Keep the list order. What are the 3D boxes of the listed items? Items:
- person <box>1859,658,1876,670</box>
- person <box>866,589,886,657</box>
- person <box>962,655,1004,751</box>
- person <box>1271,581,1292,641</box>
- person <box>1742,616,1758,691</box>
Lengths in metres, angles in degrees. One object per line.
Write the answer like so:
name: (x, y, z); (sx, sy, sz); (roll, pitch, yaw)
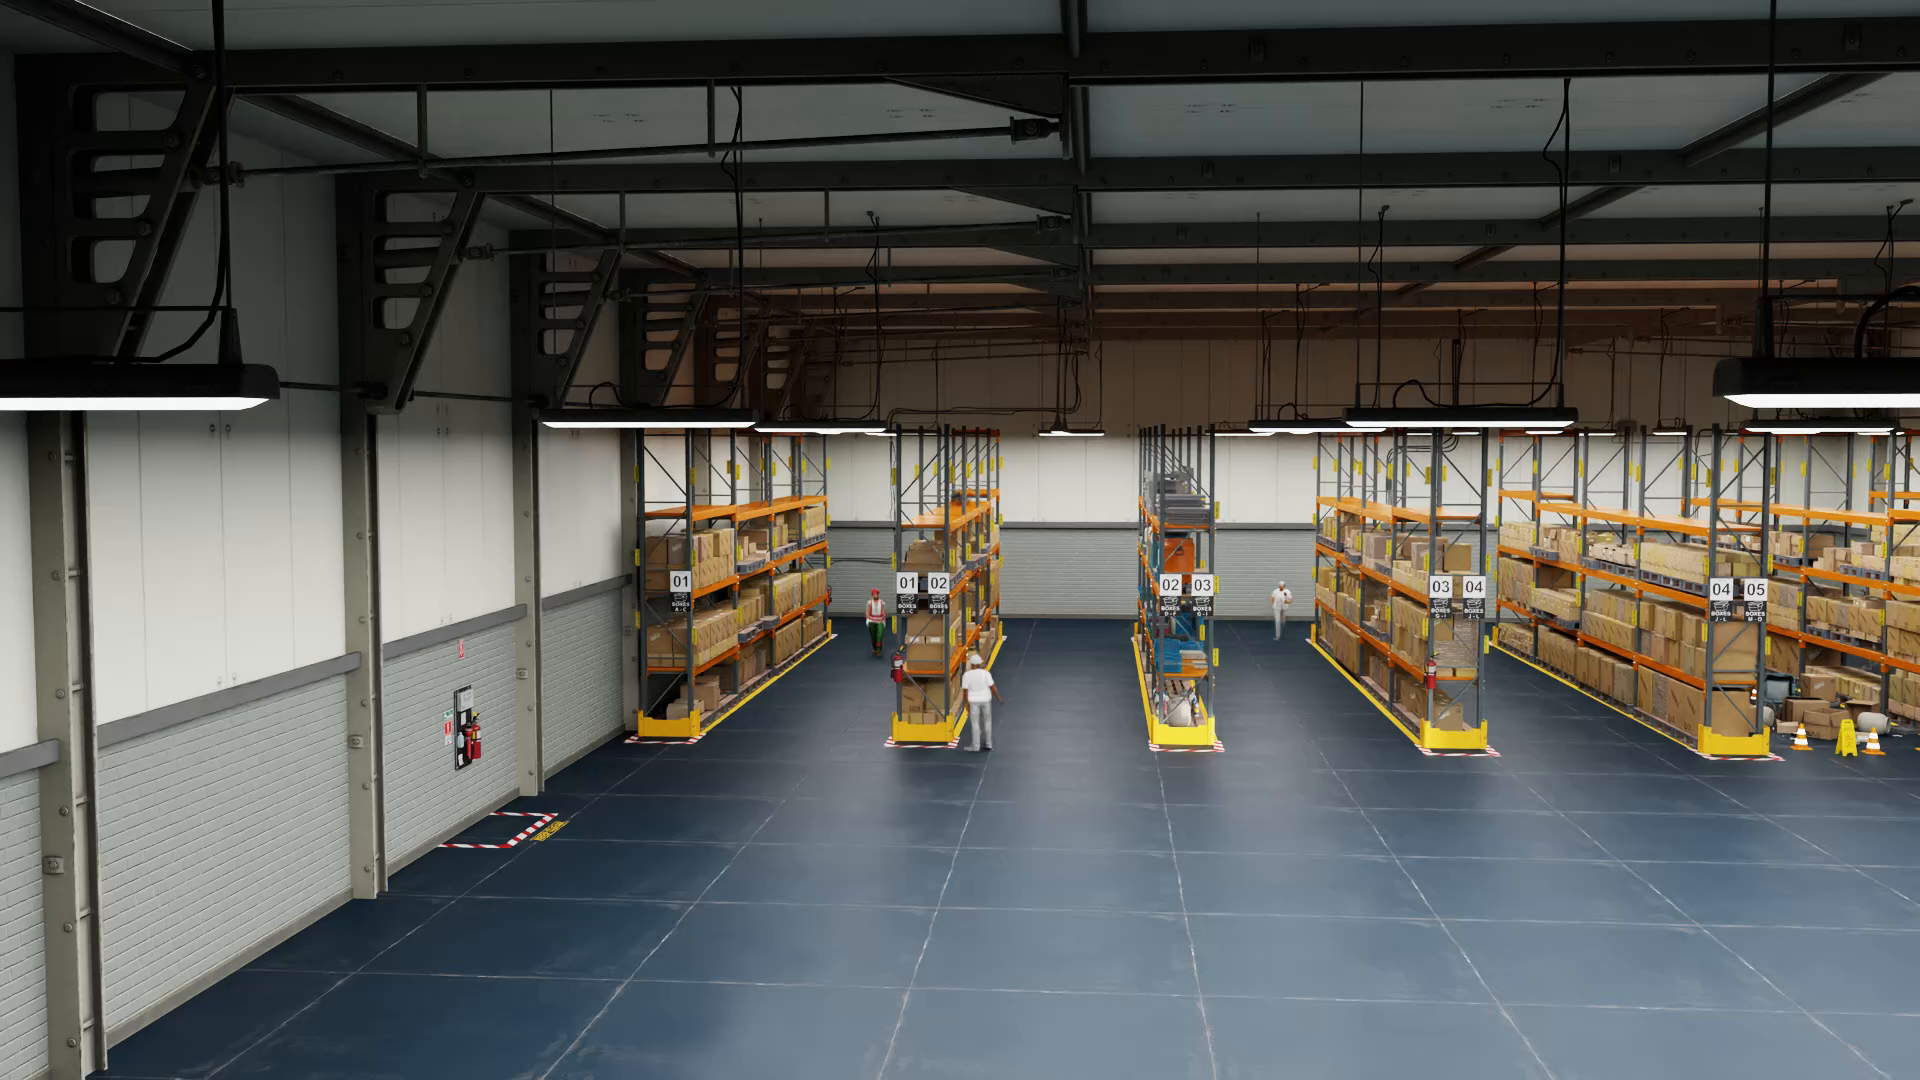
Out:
person: (22.416, 2.367, 41.143); (0.459, 1.678, 0.479); (3, 5, 43)
person: (-2.225, 2.174, 43.757); (0.525, 1.734, 0.975); (0, 3, 2)
person: (0.414, 2.974, 30.501); (0.772, 1.772, 0.470); (0, 3, -6)
person: (9.205, 2.025, 47.573); (0.535, 1.703, 0.806); (-1, 4, -10)
person: (17.869, 2.546, 37.719); (0.644, 1.807, 0.608); (-1, 4, -11)
